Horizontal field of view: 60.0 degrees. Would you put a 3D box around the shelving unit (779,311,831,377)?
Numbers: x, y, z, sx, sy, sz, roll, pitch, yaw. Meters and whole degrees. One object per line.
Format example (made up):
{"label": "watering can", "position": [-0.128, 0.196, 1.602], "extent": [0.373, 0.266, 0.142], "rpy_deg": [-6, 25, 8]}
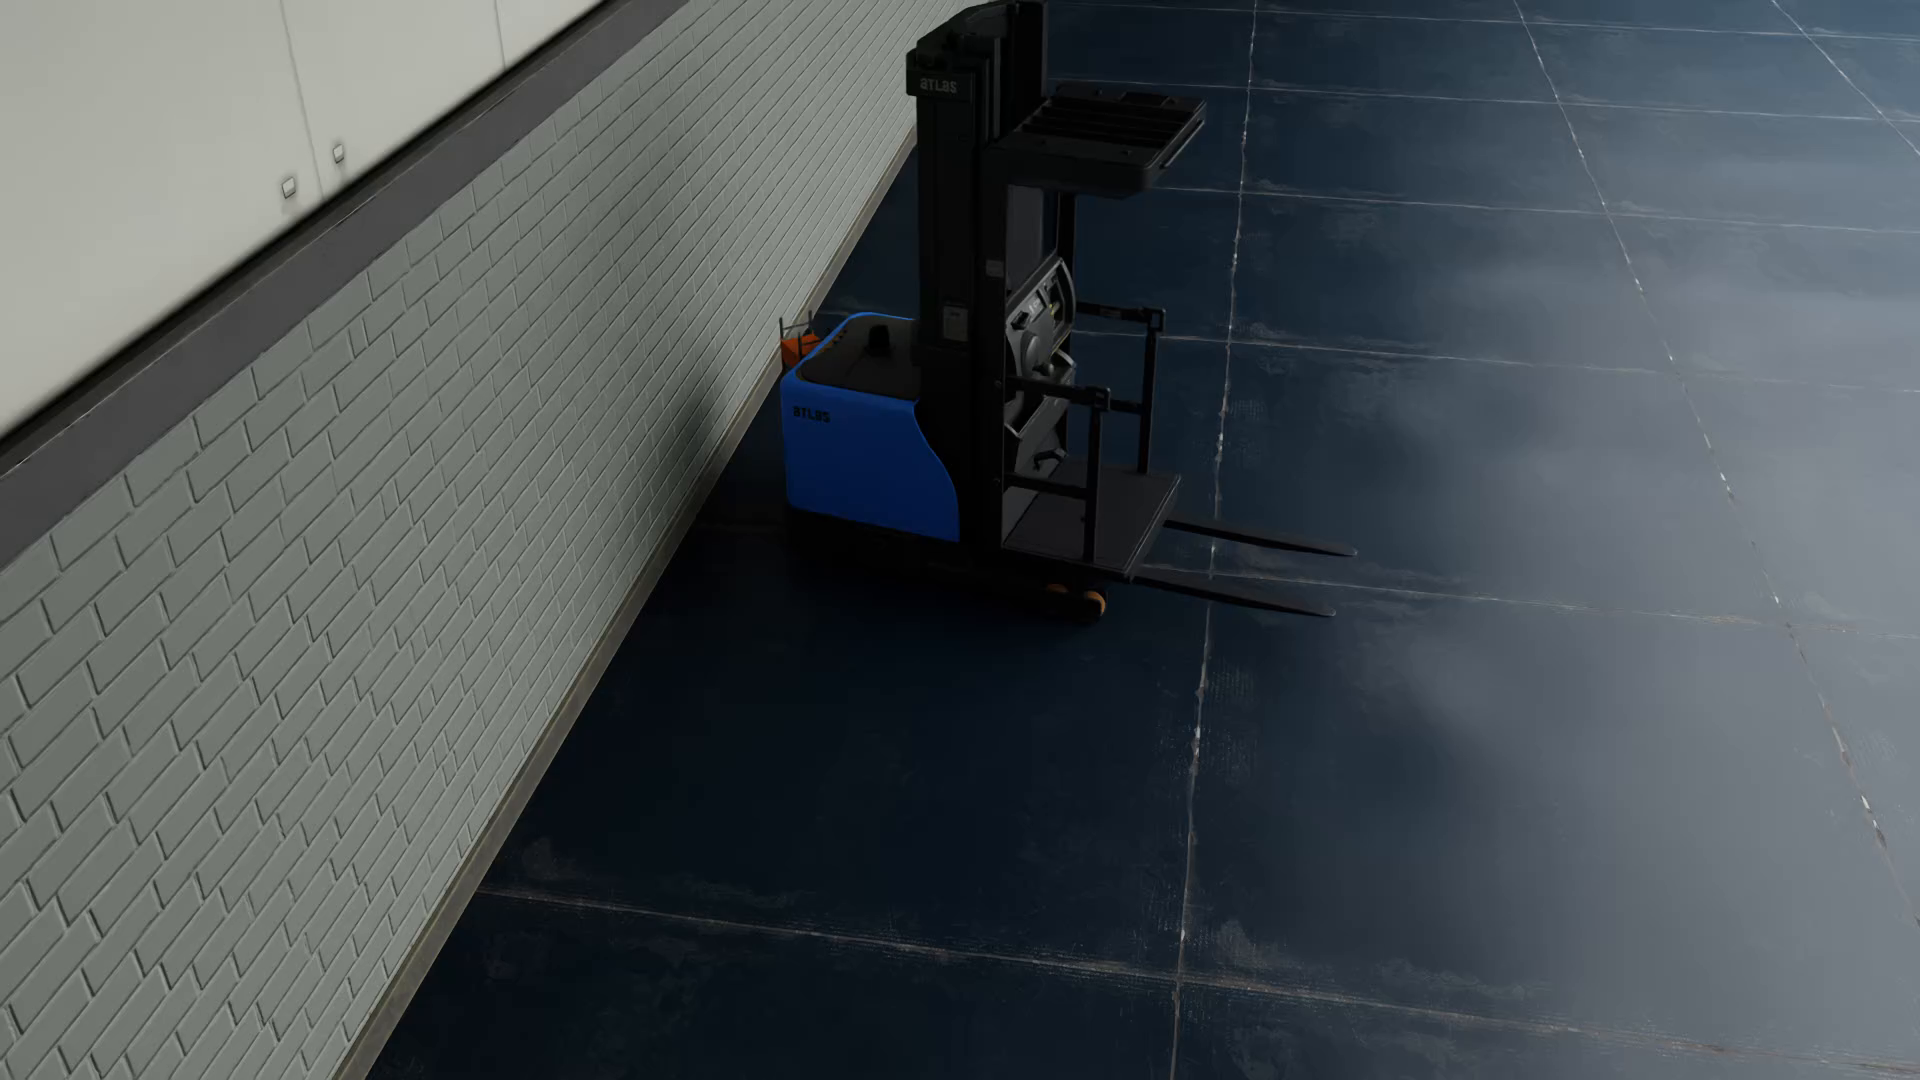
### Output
{"label": "shelving unit", "position": [-0.878, -0.787, 9.691], "extent": [0.215, 1.050, 0.252], "rpy_deg": [-17, 36, -25]}

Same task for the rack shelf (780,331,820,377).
{"label": "rack shelf", "position": [-0.879, -1.019, 9.547], "extent": [0.215, 0.259, 0.240], "rpy_deg": [-17, 36, -25]}

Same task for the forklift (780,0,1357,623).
{"label": "forklift", "position": [0.601, -1.128, 8.463], "extent": [3.031, 2.935, 1.130], "rpy_deg": [12, 34, 18]}

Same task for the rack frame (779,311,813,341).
{"label": "rack frame", "position": [-0.939, -0.843, 9.781], "extent": [0.200, 1.050, 0.008], "rpy_deg": [-17, 36, -25]}

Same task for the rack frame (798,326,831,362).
{"label": "rack frame", "position": [-0.817, -0.731, 9.601], "extent": [0.200, 1.050, 0.008], "rpy_deg": [-17, 36, -25]}
